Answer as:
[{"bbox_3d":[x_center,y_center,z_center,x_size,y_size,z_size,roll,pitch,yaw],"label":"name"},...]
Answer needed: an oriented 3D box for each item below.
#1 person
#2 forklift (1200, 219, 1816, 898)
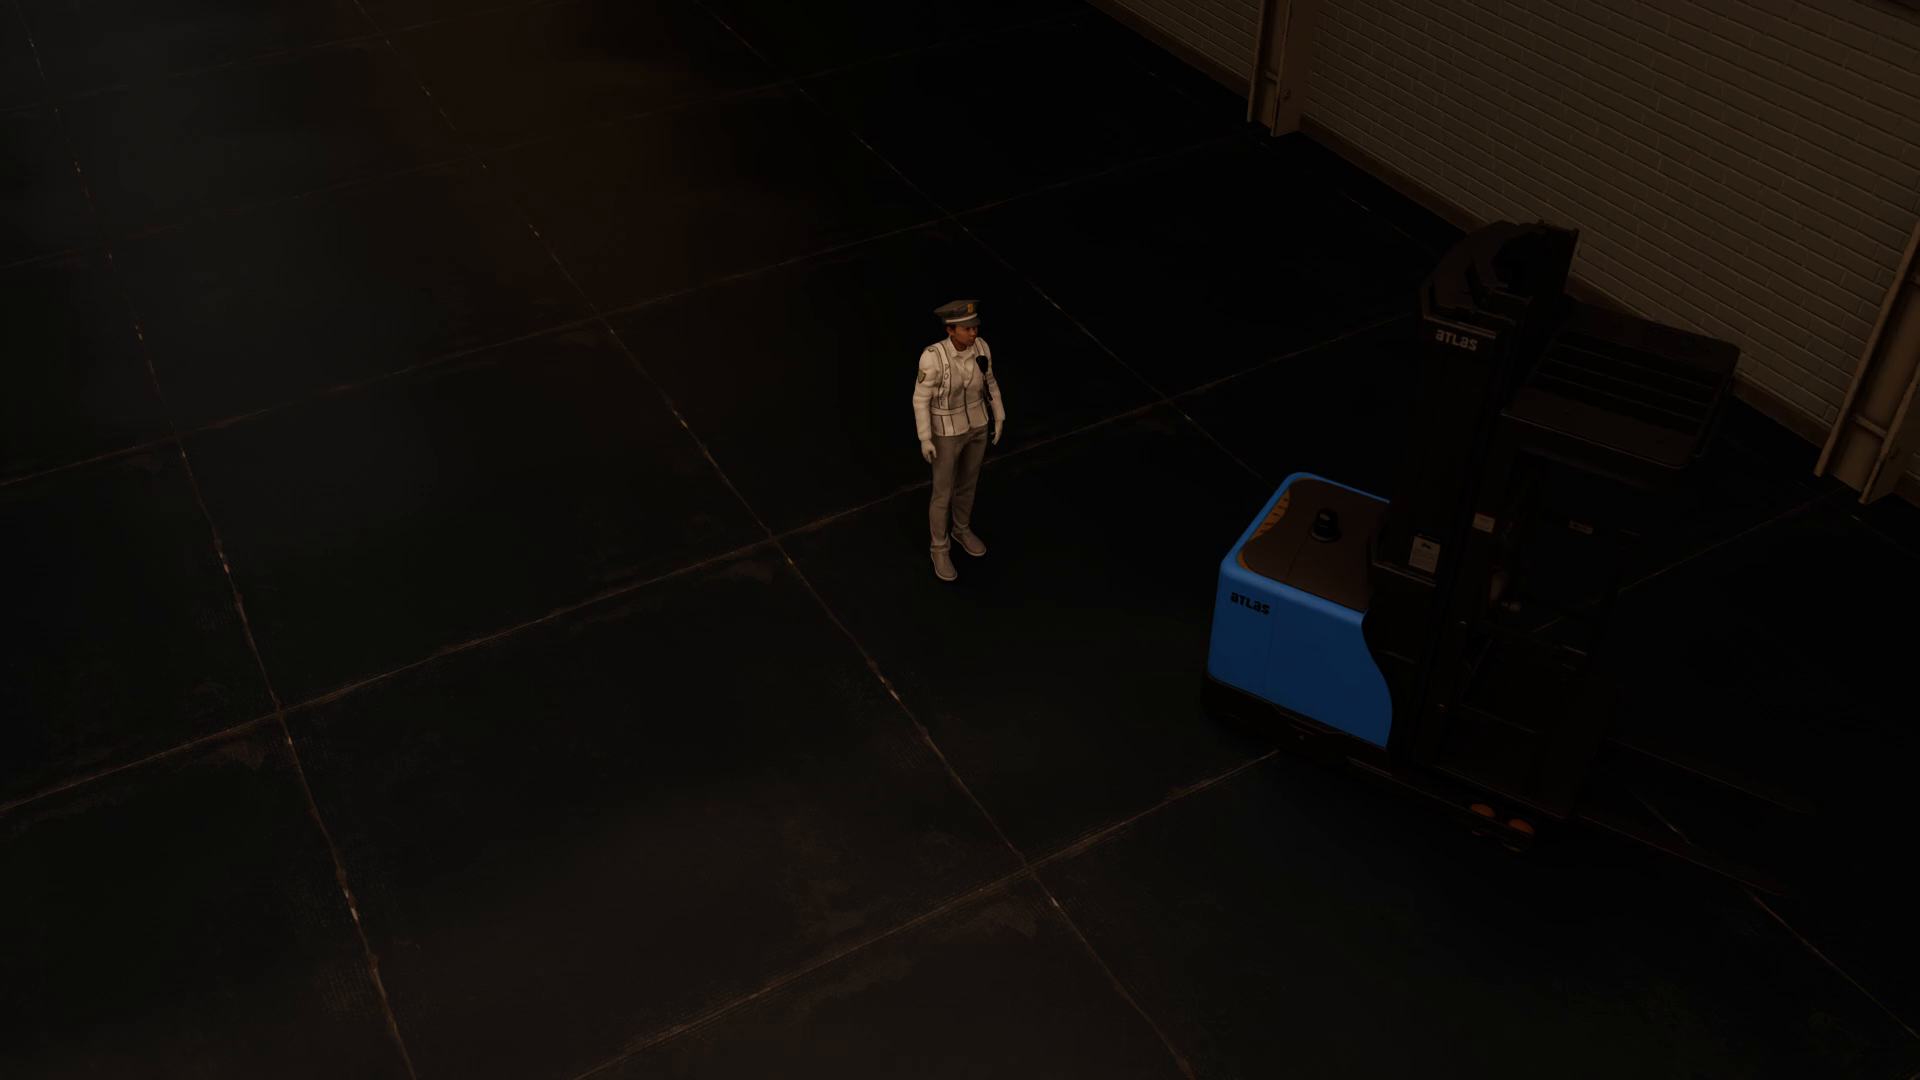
[{"bbox_3d":[0.028,-0.619,9.739,0.587,1.696,0.534,-20,44,-23],"label":"person"},{"bbox_3d":[2.844,0.059,7.965,3.031,2.935,1.130,22,44,24],"label":"forklift"}]
